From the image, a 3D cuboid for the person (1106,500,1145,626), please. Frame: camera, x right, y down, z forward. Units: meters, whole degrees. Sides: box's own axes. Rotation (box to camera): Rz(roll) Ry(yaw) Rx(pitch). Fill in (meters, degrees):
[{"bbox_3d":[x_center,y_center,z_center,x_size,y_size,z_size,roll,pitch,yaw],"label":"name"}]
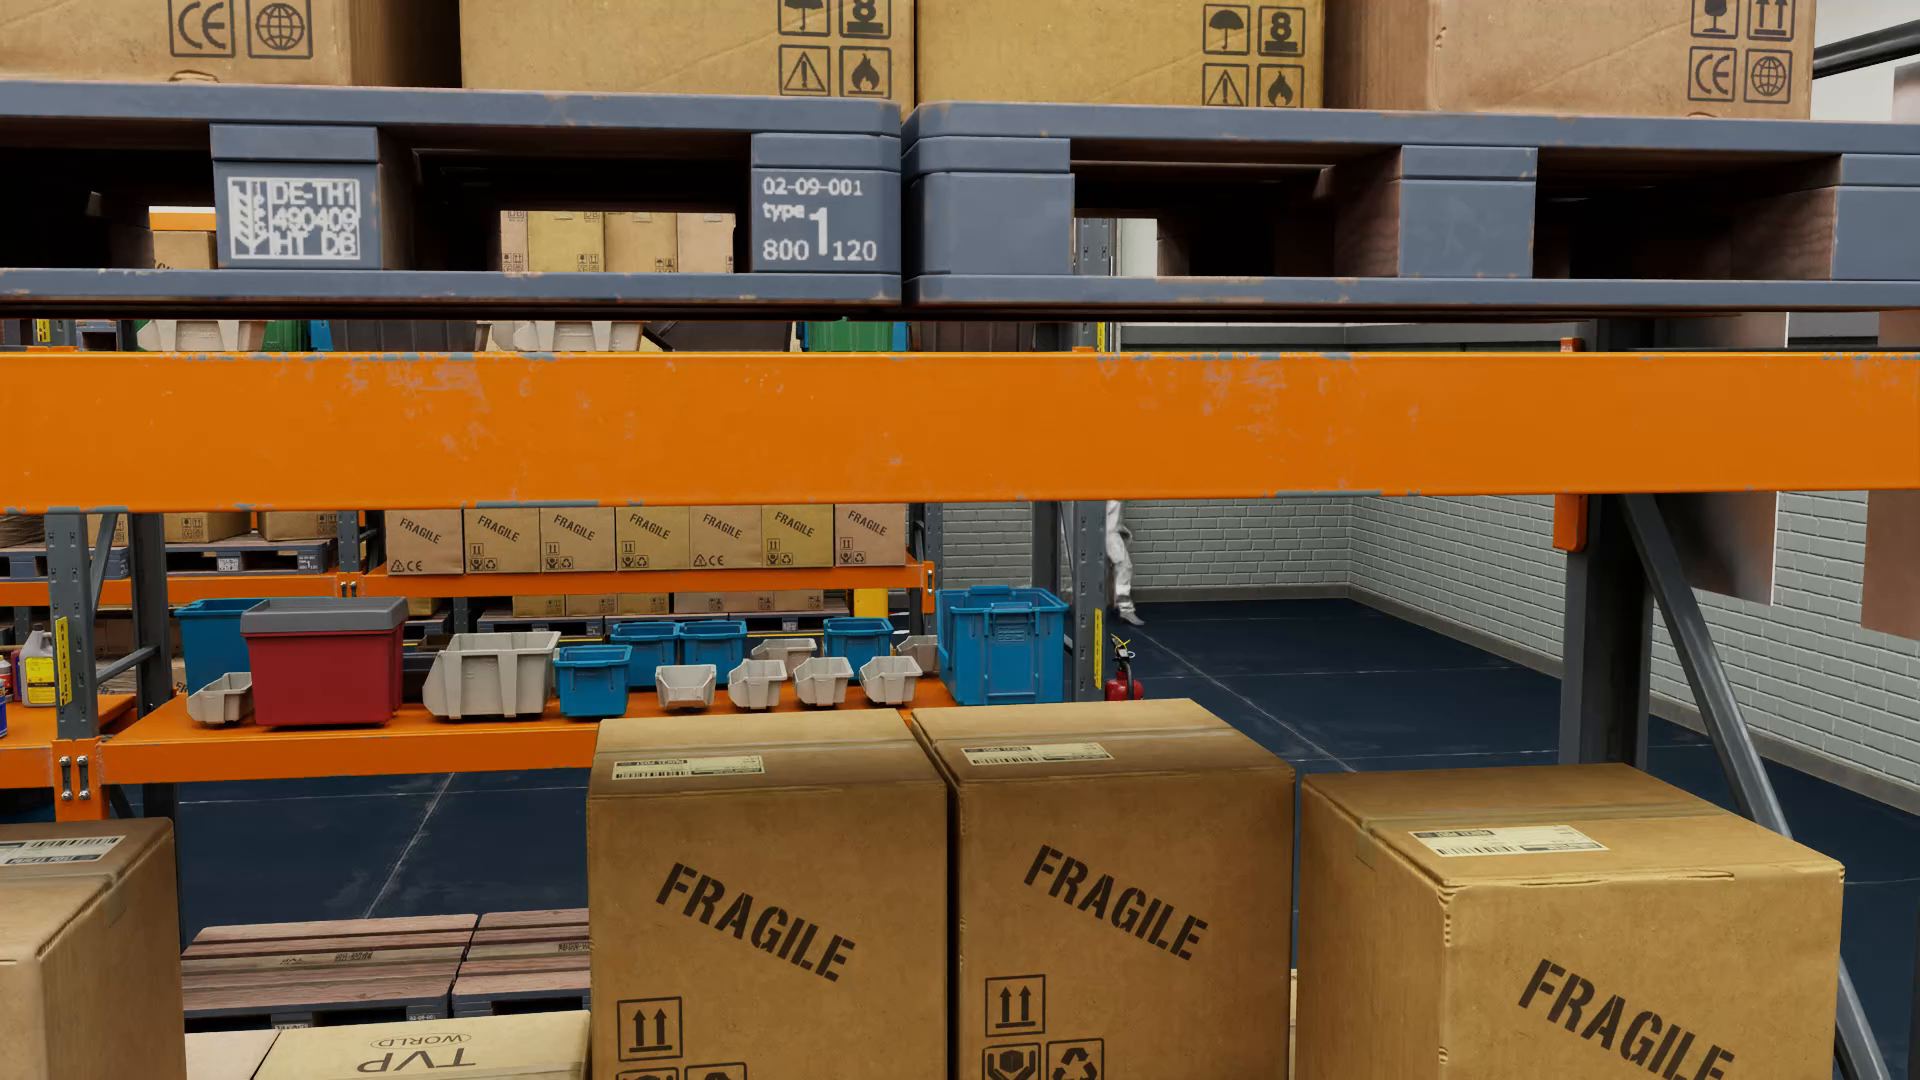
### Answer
[{"bbox_3d":[1.598,-0.036,17.361,0.716,1.807,0.613,1,6,10],"label":"person"}]
